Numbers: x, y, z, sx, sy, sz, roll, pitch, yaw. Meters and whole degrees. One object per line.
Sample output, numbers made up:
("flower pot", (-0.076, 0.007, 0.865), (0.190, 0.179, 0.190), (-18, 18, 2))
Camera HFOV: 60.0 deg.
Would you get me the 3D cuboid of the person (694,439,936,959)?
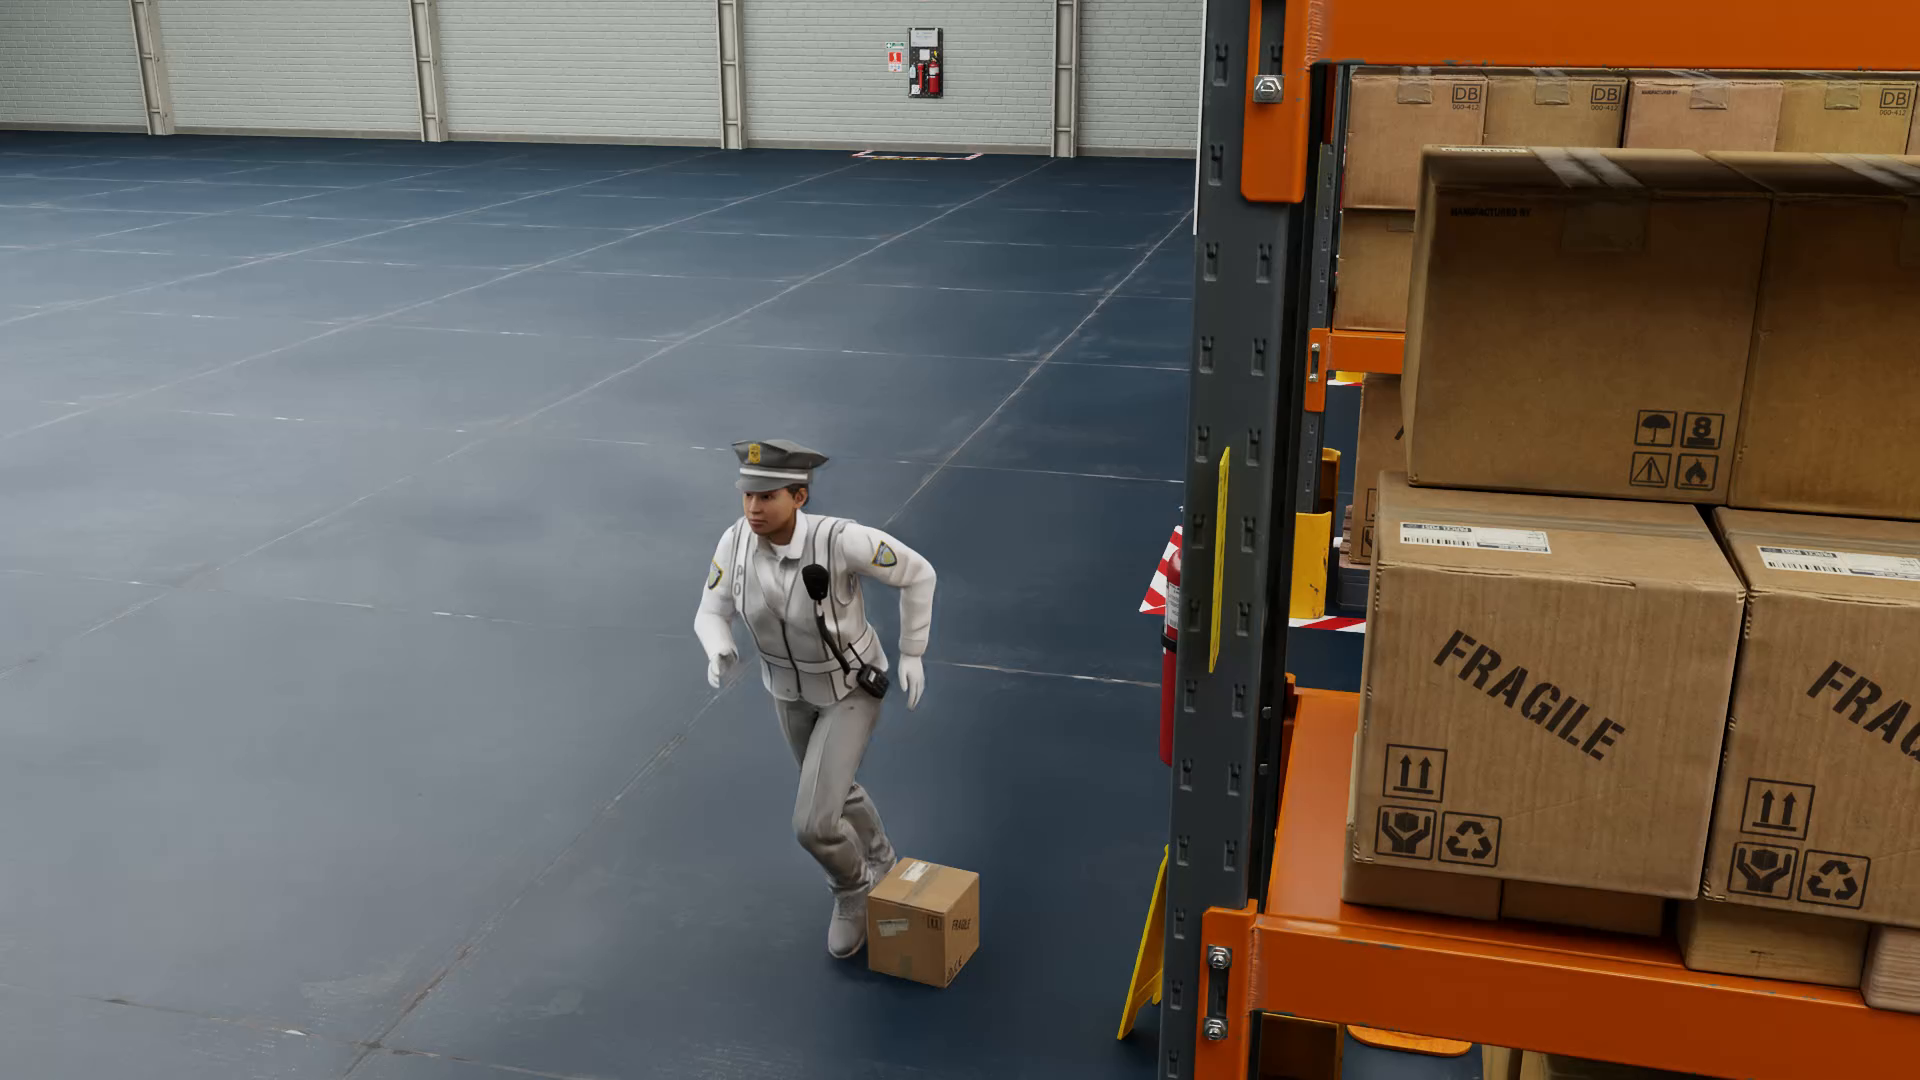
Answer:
("person", (-0.414, 0.444, 4.793), (0.614, 1.611, 0.874), (9, 21, 26))
